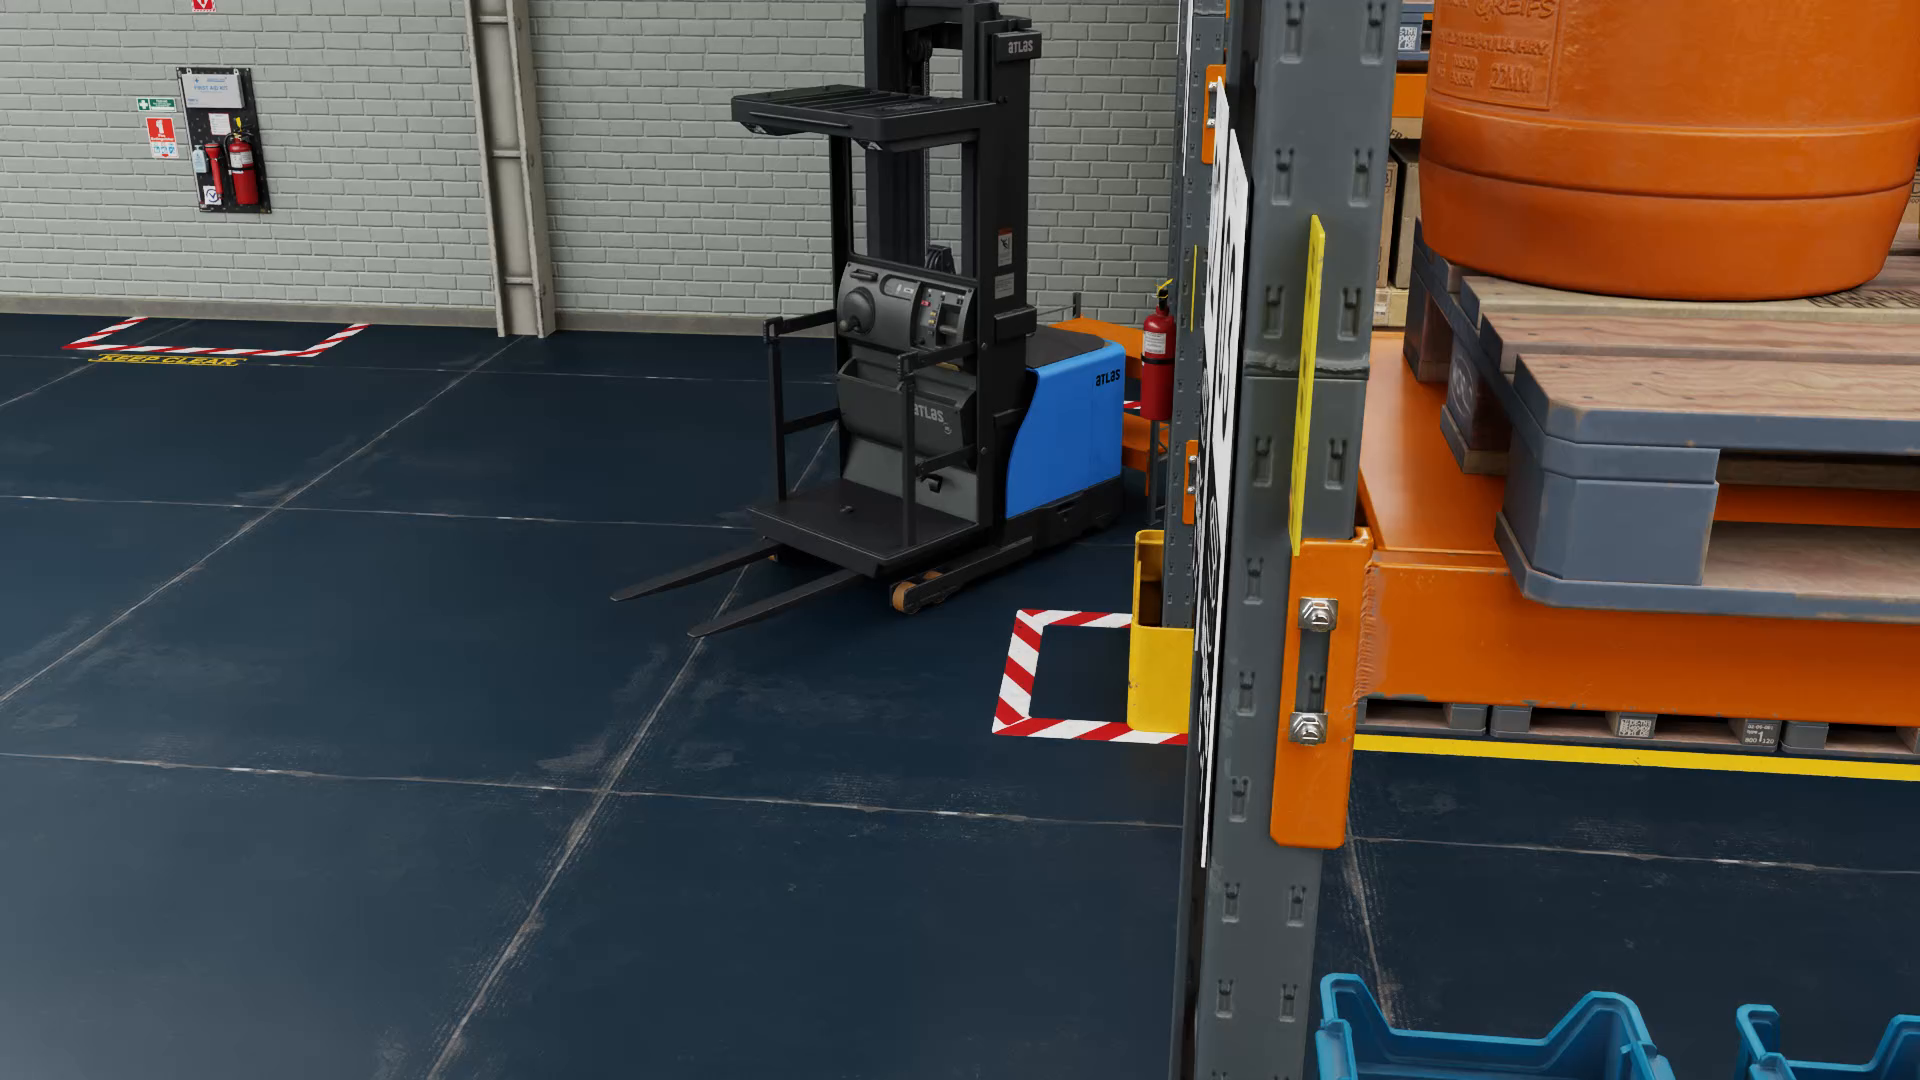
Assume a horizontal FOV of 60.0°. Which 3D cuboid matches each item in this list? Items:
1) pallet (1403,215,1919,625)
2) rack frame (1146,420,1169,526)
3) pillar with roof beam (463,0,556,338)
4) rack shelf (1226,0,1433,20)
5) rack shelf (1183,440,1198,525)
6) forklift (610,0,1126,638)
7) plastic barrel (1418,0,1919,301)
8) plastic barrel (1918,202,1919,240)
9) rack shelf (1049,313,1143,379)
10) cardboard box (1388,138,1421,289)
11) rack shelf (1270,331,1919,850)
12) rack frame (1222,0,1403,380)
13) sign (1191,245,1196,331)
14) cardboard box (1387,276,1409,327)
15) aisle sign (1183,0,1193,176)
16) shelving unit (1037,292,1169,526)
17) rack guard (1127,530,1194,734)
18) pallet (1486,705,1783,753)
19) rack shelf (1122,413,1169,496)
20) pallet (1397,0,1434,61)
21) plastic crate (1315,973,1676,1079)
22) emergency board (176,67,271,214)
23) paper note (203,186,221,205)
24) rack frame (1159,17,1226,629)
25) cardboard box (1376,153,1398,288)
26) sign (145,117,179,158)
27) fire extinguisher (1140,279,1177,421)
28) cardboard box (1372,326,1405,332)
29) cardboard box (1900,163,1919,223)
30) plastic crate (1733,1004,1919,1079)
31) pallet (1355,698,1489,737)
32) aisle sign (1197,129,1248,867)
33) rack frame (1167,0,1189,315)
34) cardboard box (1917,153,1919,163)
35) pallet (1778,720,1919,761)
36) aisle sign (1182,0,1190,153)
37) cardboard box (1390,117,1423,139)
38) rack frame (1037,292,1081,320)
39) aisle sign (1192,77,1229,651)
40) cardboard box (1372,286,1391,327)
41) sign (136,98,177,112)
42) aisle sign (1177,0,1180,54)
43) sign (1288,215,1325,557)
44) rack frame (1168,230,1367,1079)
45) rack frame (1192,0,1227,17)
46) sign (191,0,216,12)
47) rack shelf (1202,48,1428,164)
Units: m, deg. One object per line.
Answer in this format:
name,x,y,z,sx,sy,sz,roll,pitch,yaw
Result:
pallet,1.222,-0.188,2.013,1.213,0.211,1.003,2,22,6
rack frame,1.272,-0.673,9.612,0.500,1.125,0.032,-20,29,-41
pillar with roof beam,-4.090,-4.333,8.160,0.400,9.000,9.100,2,22,6
rack shelf,3.564,-3.544,11.222,4.000,0.370,1.077,2,22,6
rack shelf,2.984,-0.340,7.198,4.000,0.370,1.077,2,22,6
forklift,-0.432,-1.195,8.476,1.130,2.935,3.031,19,29,40
plastic barrel,0.909,-0.768,2.067,0.708,0.830,0.600,2,22,6
plastic barrel,1.559,-0.627,2.040,0.600,0.588,0.600,0,22,0
rack shelf,0.915,-1.079,9.841,0.538,0.278,1.000,-20,29,-41
cardboard box,2.036,-1.363,6.907,0.500,0.500,0.700,2,22,5
rack shelf,2.398,0.073,2.073,4.000,0.370,1.077,2,22,6
rack frame,0.412,-1.743,1.608,0.127,3.000,1.000,2,22,6
sign,0.927,-0.998,6.599,0.005,0.325,0.100,2,22,6
cardboard box,1.873,-0.992,6.850,0.250,0.149,0.380,3,22,7
aisle sign,0.897,-1.861,6.531,0.004,0.787,0.394,2,22,6
shelving unit,0.915,-0.806,9.949,0.538,1.125,1.048,-20,29,-41
rack guard,0.974,0.400,7.747,0.348,0.500,1.175,2,22,6
pallet,2.971,0.607,7.617,1.213,0.211,1.003,2,22,6
rack shelf,0.915,-0.579,10.038,0.538,0.278,1.000,-20,29,-41
pallet,1.697,-2.075,6.648,1.213,0.211,1.003,2,22,6
plastic crate,0.944,1.029,2.960,0.616,0.251,0.499,2,22,6
emergency board,-6.033,-3.236,13.544,0.643,1.169,0.194,2,22,6
paper note,-6.201,-2.859,13.790,0.142,0.148,0.016,2,22,6
rack frame,0.998,-0.761,7.285,0.127,3.000,1.000,2,22,6
cardboard box,1.513,-1.384,6.959,0.500,0.500,0.700,3,22,6
sign,-6.570,-3.314,13.694,0.234,0.329,0.001,2,22,6
fire extinguisher,0.936,-0.900,7.741,0.183,0.674,0.296,2,22,6
cardboard box,1.982,-0.762,7.150,0.500,0.500,0.700,3,22,8
cardboard box,3.530,-1.298,6.742,0.500,0.500,0.700,2,22,6
plastic crate,1.588,1.059,2.883,0.408,0.251,0.499,2,22,6
pallet,1.763,0.554,7.752,1.213,0.211,1.003,2,22,6
aisle sign,0.306,-0.058,1.970,0.004,0.787,0.394,2,22,6
rack frame,1.578,-2.570,11.860,0.127,3.000,1.000,2,22,6
cardboard box,4.027,-1.276,6.687,0.500,0.500,0.700,2,22,6
pallet,4.186,0.659,7.485,1.213,0.211,1.003,2,22,6
aisle sign,0.968,-2.080,7.085,0.004,0.787,0.394,2,22,6
cardboard box,3.018,-2.678,11.290,0.500,0.500,0.500,2,22,5
rack frame,0.558,-0.940,10.286,0.500,1.125,0.032,-20,29,-41
aisle sign,0.375,-0.273,2.515,0.004,0.787,0.394,2,22,6
cardboard box,1.625,-1.003,6.879,0.250,0.149,0.380,2,22,5
sign,-6.567,-3.557,13.588,0.331,0.109,0.001,2,22,6
aisle sign,1.471,-3.672,11.113,0.004,0.787,0.394,2,22,6
sign,0.343,-0.151,1.650,0.005,0.325,0.100,2,22,6
rack frame,0.412,1.047,2.711,0.127,3.000,1.000,2,22,6
rack frame,0.998,-3.551,6.182,0.127,3.000,1.000,2,22,6
sign,-6.030,-4.350,13.211,0.199,0.298,0.001,2,22,6
rack shelf,2.984,-1.735,6.647,4.000,0.370,1.077,2,22,6
